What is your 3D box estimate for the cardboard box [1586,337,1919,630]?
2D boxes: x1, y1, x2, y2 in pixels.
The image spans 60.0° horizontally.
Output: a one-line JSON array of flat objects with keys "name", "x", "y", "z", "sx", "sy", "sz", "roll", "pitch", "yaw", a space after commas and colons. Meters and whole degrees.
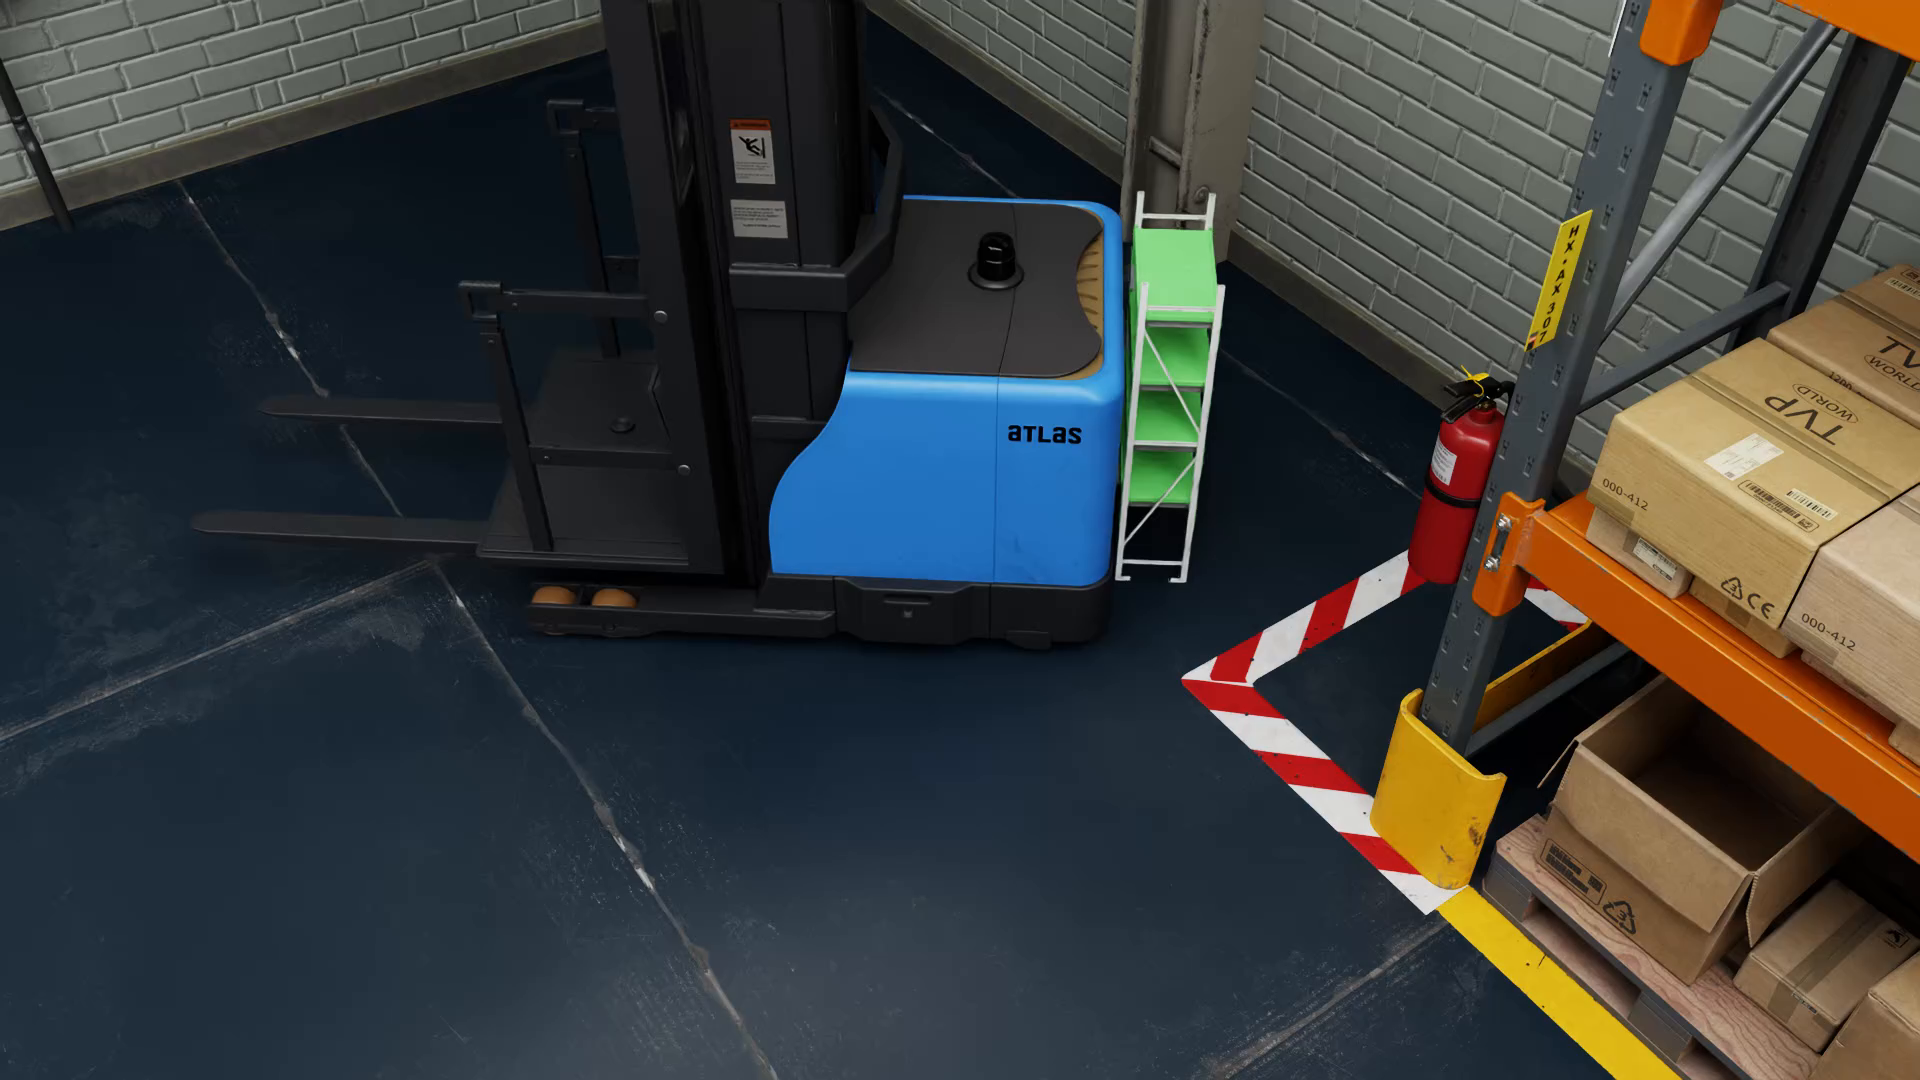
[{"name": "cardboard box", "x": 1.751, "y": -0.136, "z": 3.614, "sx": 0.500, "sy": 0.250, "sz": 0.500, "roll": -25, "pitch": 49, "yaw": -24}]

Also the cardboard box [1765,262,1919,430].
[{"name": "cardboard box", "x": 2.193, "y": -0.344, "z": 3.831, "sx": 0.500, "sy": 0.250, "sz": 0.500, "roll": -24, "pitch": 49, "yaw": -23}]

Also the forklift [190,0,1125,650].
[{"name": "forklift", "x": -1.006, "y": -1.104, "z": 4.784, "sx": 3.031, "sy": 2.935, "sz": 1.130, "roll": 3, "pitch": 44, "yaw": 3}]

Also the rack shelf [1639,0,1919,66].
[{"name": "rack shelf", "x": 2.857, "y": -0.139, "z": 2.072, "sx": 1.077, "sy": 0.370, "sz": 4.000, "roll": -26, "pitch": 49, "yaw": -24}]

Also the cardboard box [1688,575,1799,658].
[{"name": "cardboard box", "x": 1.859, "y": 0.065, "z": 3.692, "sx": 0.380, "sy": 0.149, "sz": 0.250, "roll": -25, "pitch": 49, "yaw": -23}]

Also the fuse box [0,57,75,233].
[{"name": "fuse box", "x": -3.795, "y": -1.949, "z": 6.552, "sx": 0.539, "sy": 1.711, "sz": 0.414, "roll": -26, "pitch": 49, "yaw": -24}]

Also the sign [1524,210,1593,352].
[{"name": "sign", "x": 1.268, "y": -0.545, "z": 3.522, "sx": 0.100, "sy": 0.325, "sz": 0.005, "roll": -26, "pitch": 49, "yaw": -24}]

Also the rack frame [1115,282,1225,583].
[{"name": "rack frame", "x": 0.642, "y": -0.299, "z": 5.194, "sx": 0.240, "sy": 1.200, "sz": 0.015, "roll": 2, "pitch": 44, "yaw": 2}]

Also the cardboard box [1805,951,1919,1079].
[{"name": "cardboard box", "x": 2.442, "y": 1.189, "z": 3.838, "sx": 0.700, "sy": 0.500, "sz": 0.500, "roll": -24, "pitch": 49, "yaw": -23}]

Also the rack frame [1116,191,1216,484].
[{"name": "rack frame", "x": 0.668, "y": -0.635, "z": 5.547, "sx": 0.240, "sy": 1.200, "sz": 0.015, "roll": 2, "pitch": 44, "yaw": 2}]

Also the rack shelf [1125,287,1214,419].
[{"name": "rack shelf", "x": 0.655, "y": -0.594, "z": 5.249, "sx": 0.258, "sy": 0.148, "sz": 0.480, "roll": 2, "pitch": 44, "yaw": 2}]

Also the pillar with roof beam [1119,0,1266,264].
[{"name": "pillar with roof beam", "x": -2.622, "y": -2.799, "z": 2.165, "sx": 9.100, "sy": 9.000, "sz": 0.400, "roll": -26, "pitch": 49, "yaw": -24}]

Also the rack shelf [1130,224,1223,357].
[{"name": "rack shelf", "x": 0.655, "y": -0.768, "z": 5.083, "sx": 0.258, "sy": 0.148, "sz": 0.480, "roll": 2, "pitch": 44, "yaw": 2}]

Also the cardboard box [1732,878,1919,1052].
[{"name": "cardboard box", "x": 2.196, "y": 1.073, "z": 4.215, "sx": 0.380, "sy": 0.149, "sz": 0.250, "roll": -28, "pitch": 50, "yaw": -26}]

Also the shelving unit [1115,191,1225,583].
[{"name": "shelving unit", "x": 0.655, "y": -0.467, "z": 5.370, "sx": 0.258, "sy": 1.200, "sz": 0.503, "roll": 2, "pitch": 44, "yaw": 2}]

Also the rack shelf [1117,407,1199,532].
[{"name": "rack shelf", "x": 0.655, "y": -0.247, "z": 5.580, "sx": 0.258, "sy": 0.148, "sz": 0.480, "roll": 2, "pitch": 44, "yaw": 2}]

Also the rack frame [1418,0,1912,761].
[{"name": "rack frame", "x": 1.712, "y": -0.447, "z": 4.045, "sx": 1.000, "sy": 3.000, "sz": 0.127, "roll": -26, "pitch": 49, "yaw": -24}]

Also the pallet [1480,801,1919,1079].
[{"name": "pallet", "x": 2.213, "y": 1.056, "z": 4.491, "sx": 1.003, "sy": 0.211, "sz": 1.213, "roll": -26, "pitch": 49, "yaw": -24}]

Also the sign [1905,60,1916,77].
[{"name": "sign", "x": 2.179, "y": -1.188, "z": 3.754, "sx": 0.100, "sy": 0.325, "sz": 0.005, "roll": -26, "pitch": 49, "yaw": -24}]

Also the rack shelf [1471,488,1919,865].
[{"name": "rack shelf", "x": 2.857, "y": 0.946, "z": 3.107, "sx": 1.077, "sy": 0.370, "sz": 4.000, "roll": -26, "pitch": 49, "yaw": -24}]

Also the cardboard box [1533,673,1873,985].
[{"name": "cardboard box", "x": 1.985, "y": 0.688, "z": 4.360, "sx": 0.797, "sy": 0.503, "sz": 0.637, "roll": -28, "pitch": 50, "yaw": -26}]

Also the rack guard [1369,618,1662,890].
[{"name": "rack guard", "x": 1.756, "y": 0.501, "z": 4.864, "sx": 1.175, "sy": 0.500, "sz": 0.348, "roll": -26, "pitch": 49, "yaw": -24}]

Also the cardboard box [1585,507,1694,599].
[{"name": "cardboard box", "x": 1.676, "y": -0.061, "z": 3.824, "sx": 0.380, "sy": 0.149, "sz": 0.250, "roll": -26, "pitch": 49, "yaw": -25}]

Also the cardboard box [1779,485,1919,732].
[{"name": "cardboard box", "x": 2.040, "y": 0.149, "z": 3.315, "sx": 0.500, "sy": 0.250, "sz": 0.500, "roll": -25, "pitch": 49, "yaw": -24}]

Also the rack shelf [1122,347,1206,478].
[{"name": "rack shelf", "x": 0.655, "y": -0.421, "z": 5.414, "sx": 0.258, "sy": 0.148, "sz": 0.480, "roll": 2, "pitch": 44, "yaw": 2}]

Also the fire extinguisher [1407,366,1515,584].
[{"name": "fire extinguisher", "x": 1.249, "y": -0.184, "z": 4.097, "sx": 0.296, "sy": 0.674, "sz": 0.183, "roll": -26, "pitch": 49, "yaw": -24}]

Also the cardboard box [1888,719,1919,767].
[{"name": "cardboard box", "x": 2.132, "y": 0.367, "z": 3.375, "sx": 0.380, "sy": 0.149, "sz": 0.250, "roll": -24, "pitch": 49, "yaw": -23}]

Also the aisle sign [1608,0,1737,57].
[{"name": "aisle sign", "x": 1.433, "y": -1.309, "z": 3.067, "sx": 0.394, "sy": 0.787, "sz": 0.004, "roll": -26, "pitch": 49, "yaw": -24}]

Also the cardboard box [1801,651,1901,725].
[{"name": "cardboard box", "x": 2.038, "y": 0.200, "z": 3.550, "sx": 0.380, "sy": 0.149, "sz": 0.250, "roll": -26, "pitch": 50, "yaw": -25}]
